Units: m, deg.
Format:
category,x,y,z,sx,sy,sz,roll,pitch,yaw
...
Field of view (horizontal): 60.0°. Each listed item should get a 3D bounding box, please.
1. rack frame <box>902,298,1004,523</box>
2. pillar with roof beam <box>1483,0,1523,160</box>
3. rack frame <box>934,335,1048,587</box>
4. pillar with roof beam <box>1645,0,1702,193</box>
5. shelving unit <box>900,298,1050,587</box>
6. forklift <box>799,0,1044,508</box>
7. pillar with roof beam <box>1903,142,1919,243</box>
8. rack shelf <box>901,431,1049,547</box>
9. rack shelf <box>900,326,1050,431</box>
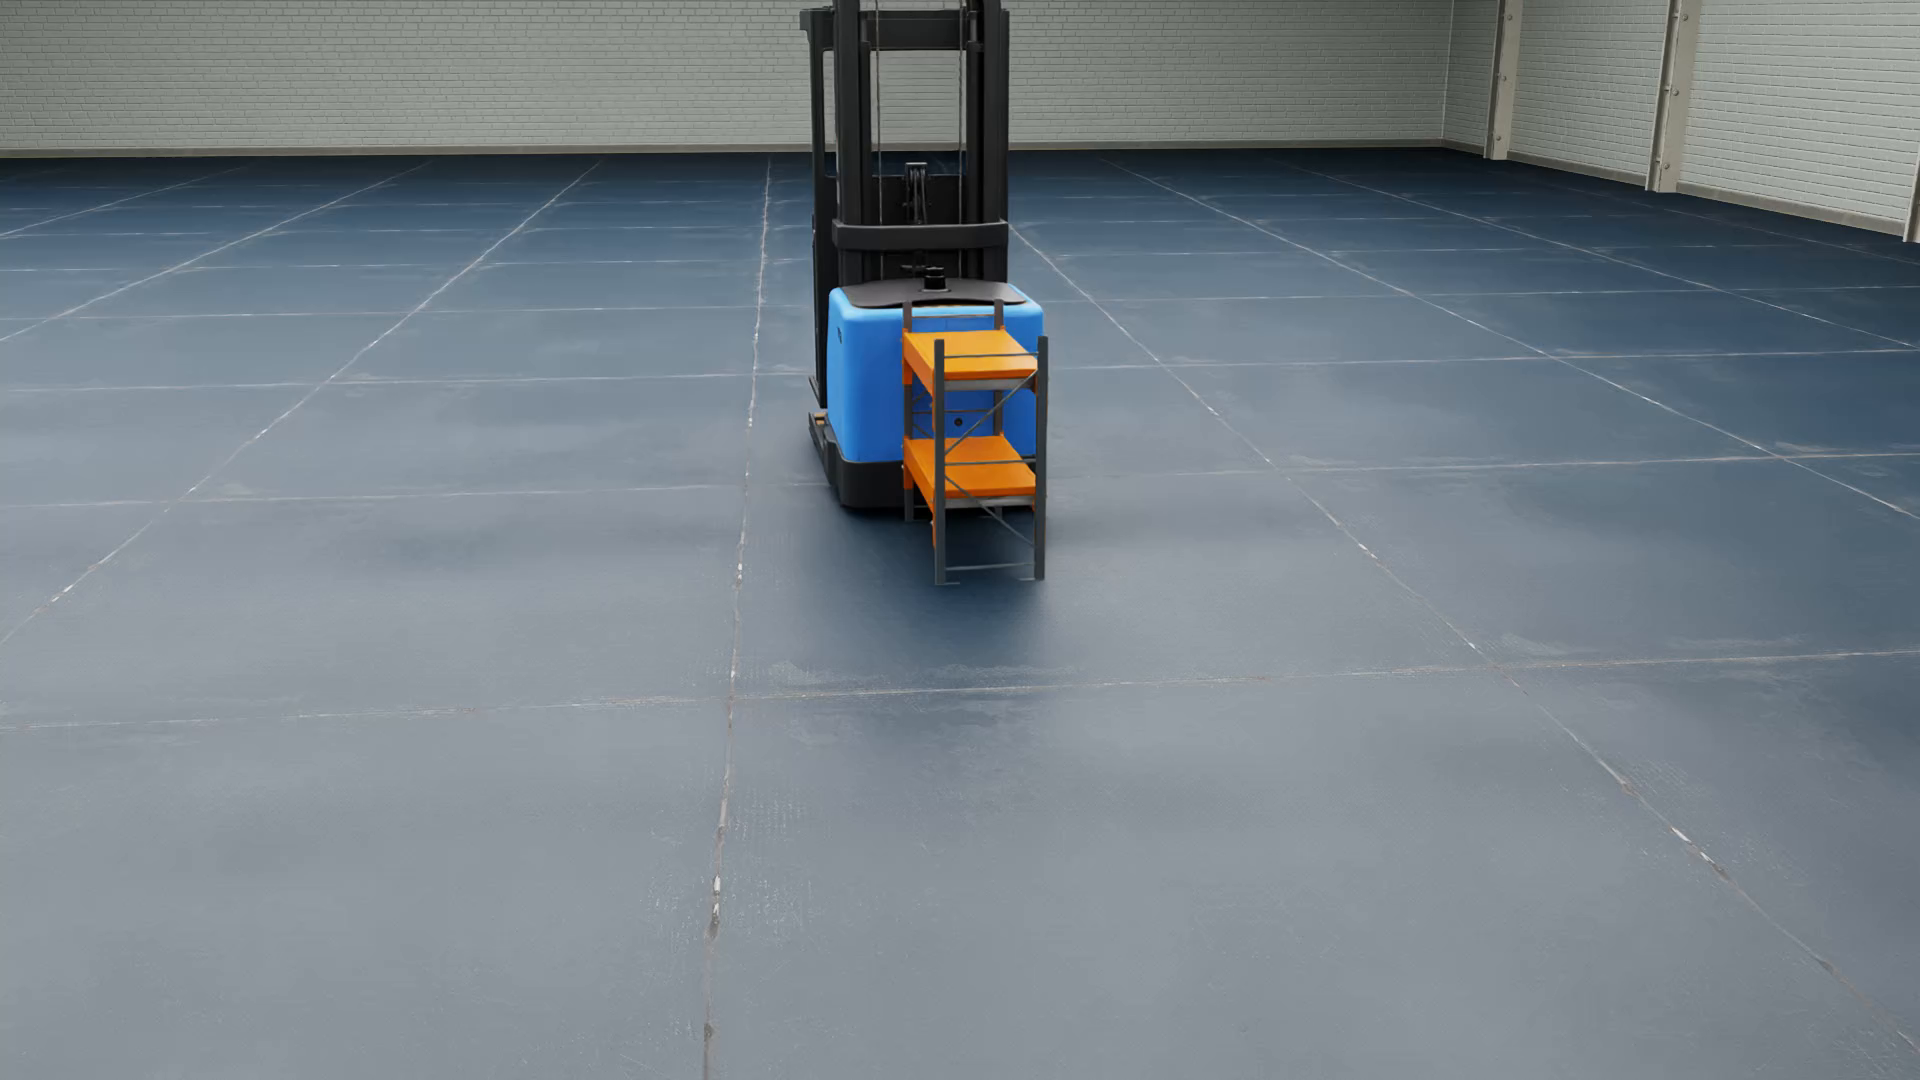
category,x,y,z,sx,sy,sz,roll,pitch,yaw
rack frame,-0.033,-0.642,8.344,0.500,1.125,0.032,-3,18,-9
pillar with roof beam,5.494,-11.119,28.572,9.100,9.000,0.400,-2,18,-6
rack frame,0.136,-0.342,7.387,0.500,1.125,0.032,-3,18,-9
pillar with roof beam,6.113,-9.332,22.878,9.100,9.000,0.400,-2,18,-6
shelving unit,0.051,-0.492,7.866,0.538,1.125,1.048,-3,18,-9
forklift,-0.315,-1.959,9.523,1.130,2.935,3.031,-3,18,-9
pillar with roof beam,6.732,-7.544,17.184,9.100,9.000,0.400,-2,18,-6
rack shelf,0.051,-0.258,7.939,0.538,0.278,1.000,-3,18,-9
rack shelf,0.051,-0.771,7.778,0.538,0.278,1.000,-3,18,-9
